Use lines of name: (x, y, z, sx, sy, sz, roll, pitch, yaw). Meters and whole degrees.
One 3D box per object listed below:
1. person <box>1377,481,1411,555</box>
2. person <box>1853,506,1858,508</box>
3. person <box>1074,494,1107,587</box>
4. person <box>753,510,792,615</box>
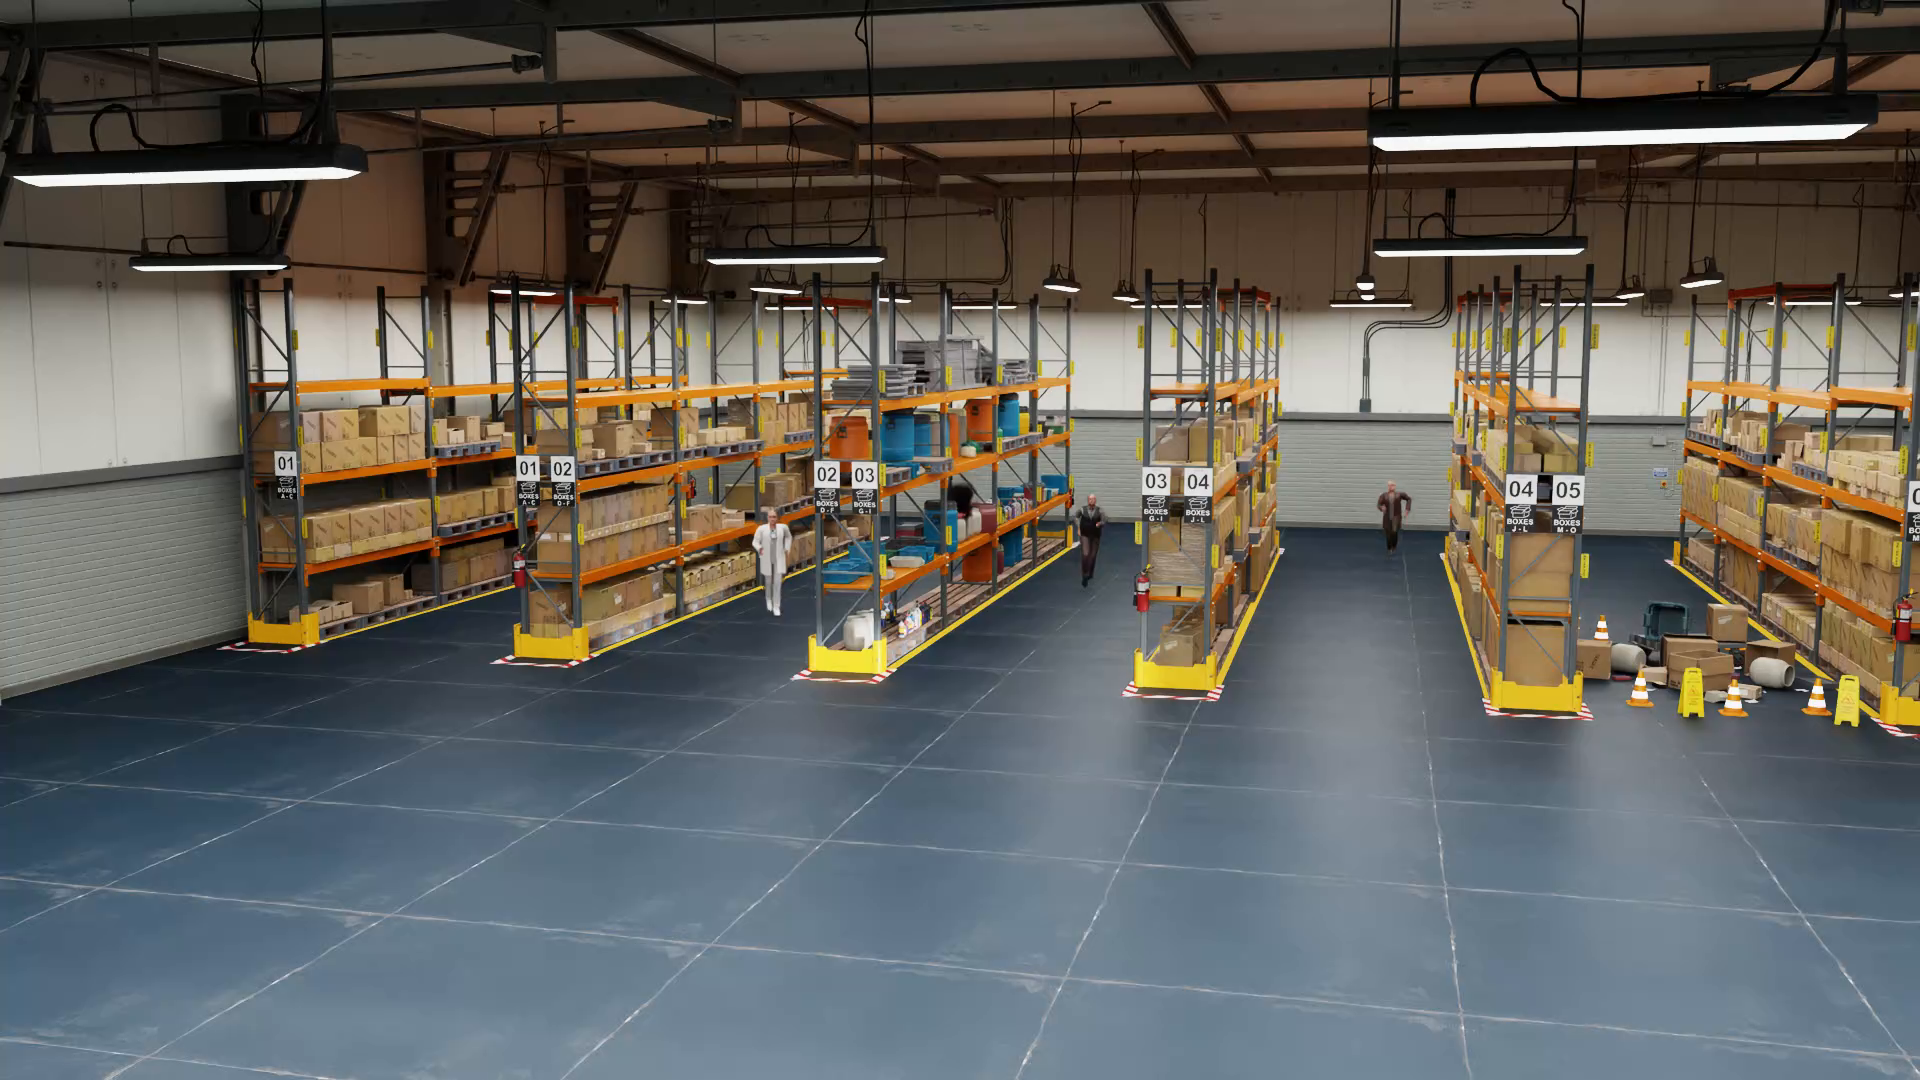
person: (10.033, -0.498, 38.535, 0.730, 1.736, 0.896, 4, 8, 27)
person: (17.910, 0.172, 33.222, 0.673, 1.733, 0.573, -1, 7, -5)
person: (2.581, 0.007, 32.874, 0.635, 1.825, 0.756, 0, 7, -2)
person: (-3.264, 0.370, 28.995, 0.692, 1.794, 0.900, -1, 7, -9)
